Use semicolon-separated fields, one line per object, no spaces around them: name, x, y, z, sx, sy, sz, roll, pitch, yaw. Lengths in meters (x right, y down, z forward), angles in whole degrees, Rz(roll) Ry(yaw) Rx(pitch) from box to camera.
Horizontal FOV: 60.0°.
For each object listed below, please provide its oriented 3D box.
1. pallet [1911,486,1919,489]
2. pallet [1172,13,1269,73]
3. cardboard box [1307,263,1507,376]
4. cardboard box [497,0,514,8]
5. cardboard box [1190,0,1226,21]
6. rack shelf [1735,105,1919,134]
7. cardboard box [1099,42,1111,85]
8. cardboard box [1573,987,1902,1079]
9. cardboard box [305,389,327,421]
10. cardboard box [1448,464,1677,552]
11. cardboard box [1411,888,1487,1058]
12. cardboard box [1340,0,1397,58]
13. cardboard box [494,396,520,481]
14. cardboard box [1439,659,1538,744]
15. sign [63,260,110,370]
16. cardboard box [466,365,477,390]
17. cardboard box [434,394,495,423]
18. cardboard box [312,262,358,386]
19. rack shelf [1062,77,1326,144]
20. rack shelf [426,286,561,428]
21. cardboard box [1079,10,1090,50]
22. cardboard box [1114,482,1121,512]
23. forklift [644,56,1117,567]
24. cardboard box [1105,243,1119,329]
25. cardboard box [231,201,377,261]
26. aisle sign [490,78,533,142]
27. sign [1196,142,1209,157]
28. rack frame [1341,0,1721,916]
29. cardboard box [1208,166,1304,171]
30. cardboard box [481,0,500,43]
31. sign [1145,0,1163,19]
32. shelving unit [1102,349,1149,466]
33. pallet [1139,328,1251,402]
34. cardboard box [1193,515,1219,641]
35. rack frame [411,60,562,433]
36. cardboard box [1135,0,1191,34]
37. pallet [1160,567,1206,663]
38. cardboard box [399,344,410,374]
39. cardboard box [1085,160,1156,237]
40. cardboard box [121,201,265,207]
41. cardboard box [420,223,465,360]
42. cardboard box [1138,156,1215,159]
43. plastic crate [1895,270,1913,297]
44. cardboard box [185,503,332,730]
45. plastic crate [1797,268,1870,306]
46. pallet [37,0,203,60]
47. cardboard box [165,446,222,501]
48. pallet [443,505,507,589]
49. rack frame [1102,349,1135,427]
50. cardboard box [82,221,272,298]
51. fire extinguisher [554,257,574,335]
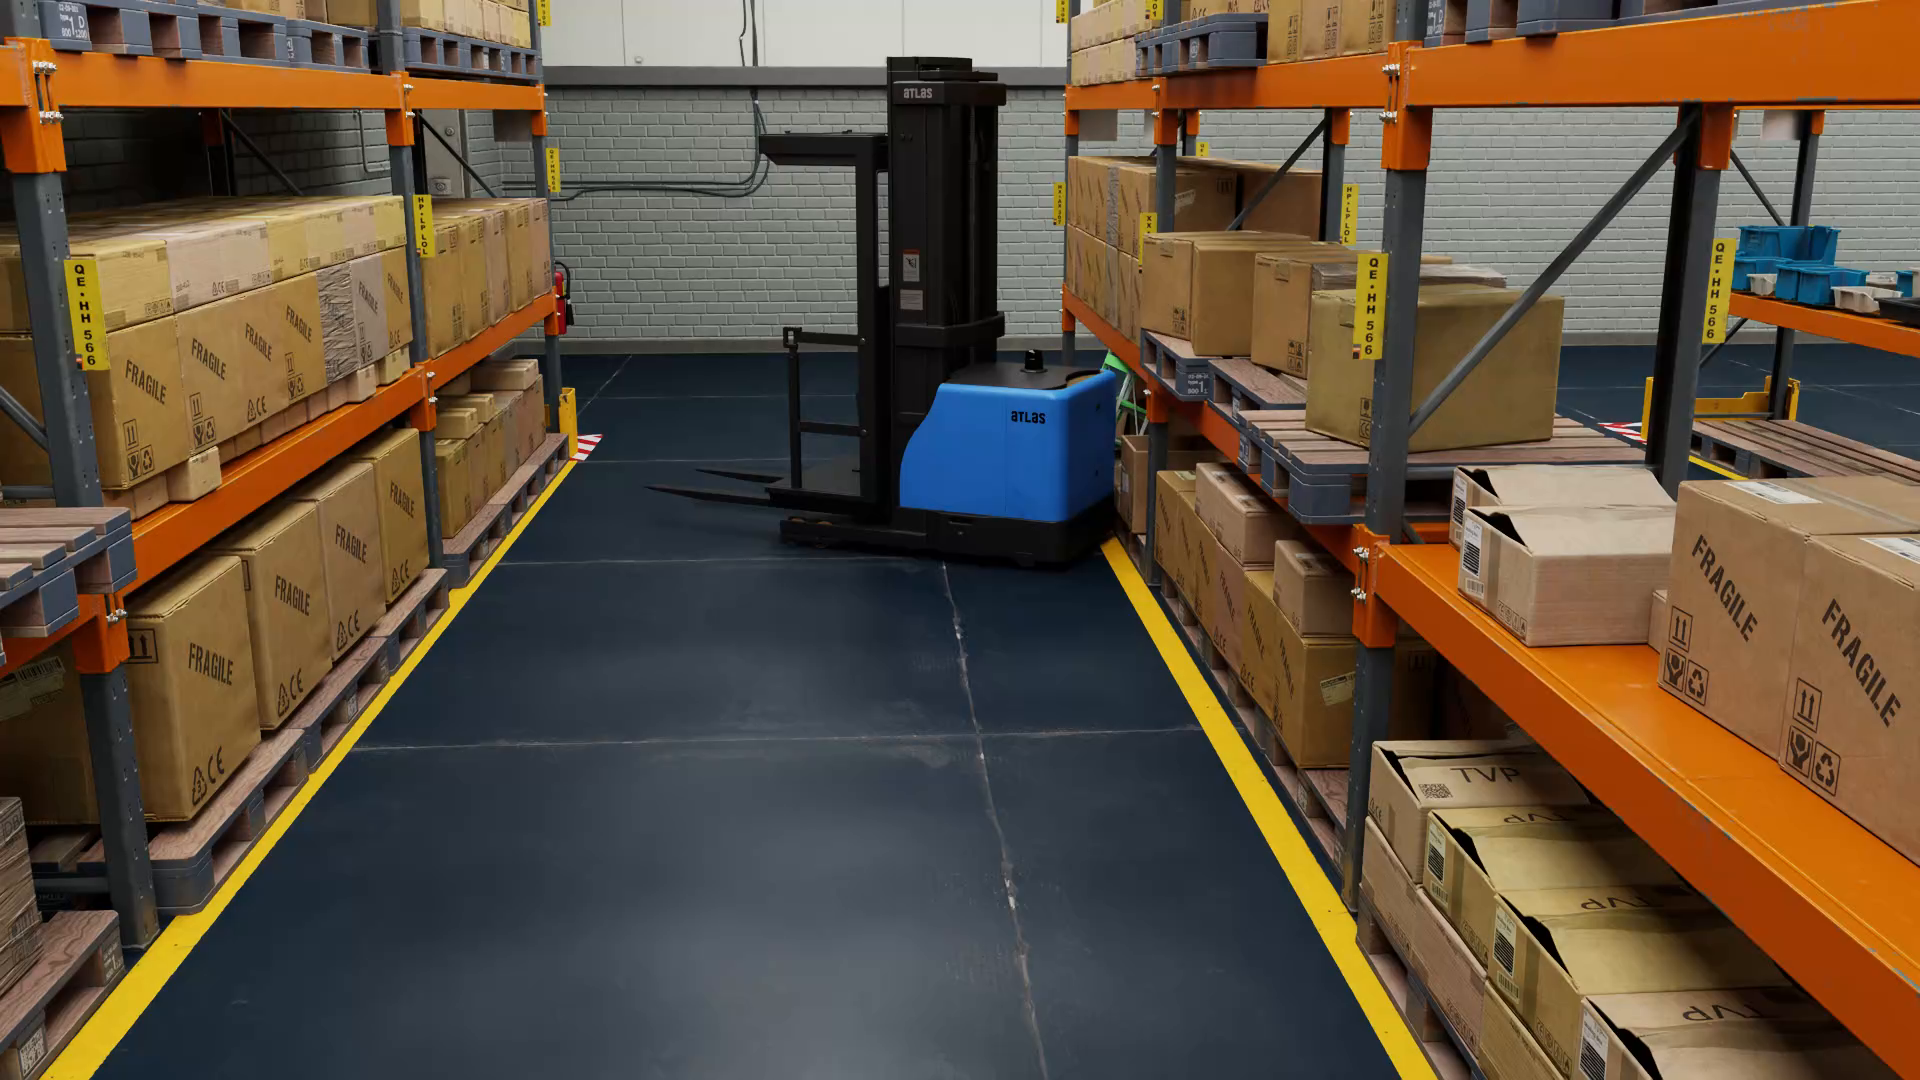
pallet;6.425;-0.112;10.536;1.003;0.211;1.213;-1;14;-3
pallet;1.603;-2.145;7.199;1.213;0.211;1.003;-1;14;-3
cardboard box;1.796;-0.846;6.753;0.700;0.500;0.500;2;15;7
cardboard box;-3.289;-3.814;11.063;0.500;0.500;0.500;0;14;-2
cardboard box;1.523;-2.831;8.244;0.600;0.600;0.600;-2;15;-9
rack shelf;6.385;-2.881;11.129;1.077;0.370;4.000;-1;14;-3
cardboard box;1.184;-3.074;10.736;0.500;0.250;0.500;-1;14;-3
cardboard box;1.655;1.167;3.520;0.500;0.311;0.500;-1;14;-4
cardboard box;-3.040;-0.618;7.374;0.380;0.149;0.250;-1;14;-5
cardboard box;1.792;-0.075;4.977;0.500;0.311;0.500;0;14;0
cardboard box;1.584;1.179;4.601;0.500;0.250;0.500;-1;14;-5
cardboard box;1.752;-1.818;5.354;0.910;0.500;0.500;-1;14;-3
cardboard box;-3.420;-0.692;11.371;0.700;0.500;0.500;-1;14;-5
cardboard box;2.070;0.671;6.034;0.500;0.500;0.500;0;14;-1
sign;-2.590;-0.665;4.927;0.100;0.325;0.005;-1;14;-3
cardboard box;-3.658;-1.158;11.879;0.380;0.149;0.250;-1;14;-3
cardboard box;-3.194;-0.839;10.640;0.380;0.149;0.250;-1;14;-5
cardboard box;-3.034;-0.966;7.424;0.500;0.500;0.500;-1;14;-3
rack shelf;1.441;-2.806;10.836;1.077;0.370;4.000;-1;14;-3
rack shelf;-3.503;-1.276;10.909;1.077;0.370;4.000;-1;14;-3
cardboard box;1.113;-3.565;11.640;0.500;0.250;0.500;-1;14;-3
cardboard box;1.164;-0.266;10.380;0.380;0.149;0.250;-1;14;-3
forklift;-0.575;-1.482;10.406;3.031;2.935;1.130;6;16;23
cardboard box;1.211;-1.629;10.637;0.500;0.500;0.500;-1;14;-2
cardboard box;-3.072;-1.453;7.809;0.500;0.250;0.500;-1;14;-2
aisle sign;-3.332;-3.403;12.516;0.394;0.787;0.004;-1;14;-3
sign;1.873;-2.916;12.883;0.100;0.325;0.005;-1;14;-3
rack frame;1.813;-0.209;5.320;1.000;3.000;0.127;-1;14;-3
cardboard box;1.784;-1.987;10.021;0.500;0.500;0.500;-1;14;-5
cardboard box;-3.246;-3.317;10.635;0.500;0.250;0.500;-1;14;-5
sign;1.024;-2.897;8.709;0.100;0.325;0.005;-1;14;-3
shelving unit;0.952;-0.672;10.662;0.258;1.200;0.503;19;9;-17
pallet;1.506;-0.911;8.432;1.003;0.211;1.213;-1;14;-3
cardboard box;1.420;0.174;7.963;0.500;0.500;0.500;-1;14;-3
rack frame;-3.626;-2.122;12.752;1.000;3.000;0.127;-1;14;-3
cardboard box;1.264;-2.943;9.223;0.500;0.250;0.500;-1;14;-3
pallet;1.653;0.348;8.750;1.003;0.211;1.213;-1;14;-3
cardboard box;-3.075;-0.935;8.605;0.380;0.149;0.250;-1;14;-3
cardboard box;1.148;-2.363;11.483;0.500;0.500;0.500;-1;14;-3
cardboard box;-3.571;-1.444;7.775;0.500;0.250;0.500;-1;14;-3
cardboard box;-3.396;-1.407;9.374;0.980;0.700;0.700;-1;14;-3
cardboard box;1.619;-2.625;12.502;0.500;0.500;0.500;-1;14;-4
plastic crate;6.645;-1.716;11.390;0.416;0.233;0.300;-1;14;-3
cardboard box;-3.093;0.303;6.801;0.750;0.750;0.750;-1;14;-4
plastic crate;6.048;-1.754;11.539;0.416;0.233;0.300;-1;14;-3
pallet;-3.224;-1.652;5.288;1.213;0.211;1.003;0;14;-1
cardboard box;-2.859;-0.236;5.886;0.380;0.149;0.250;0;14;-2
pallet;-3.348;0.033;9.973;1.003;0.211;1.213;-1;14;-3
rack frame;0.897;-0.730;10.892;0.240;1.200;0.015;19;9;-17
cardboard box;-2.971;-1.072;6.331;0.500;0.250;0.500;-1;14;-3
fire extinguisher;-3.175;-1.948;12.982;0.296;0.674;0.183;-1;14;-3
